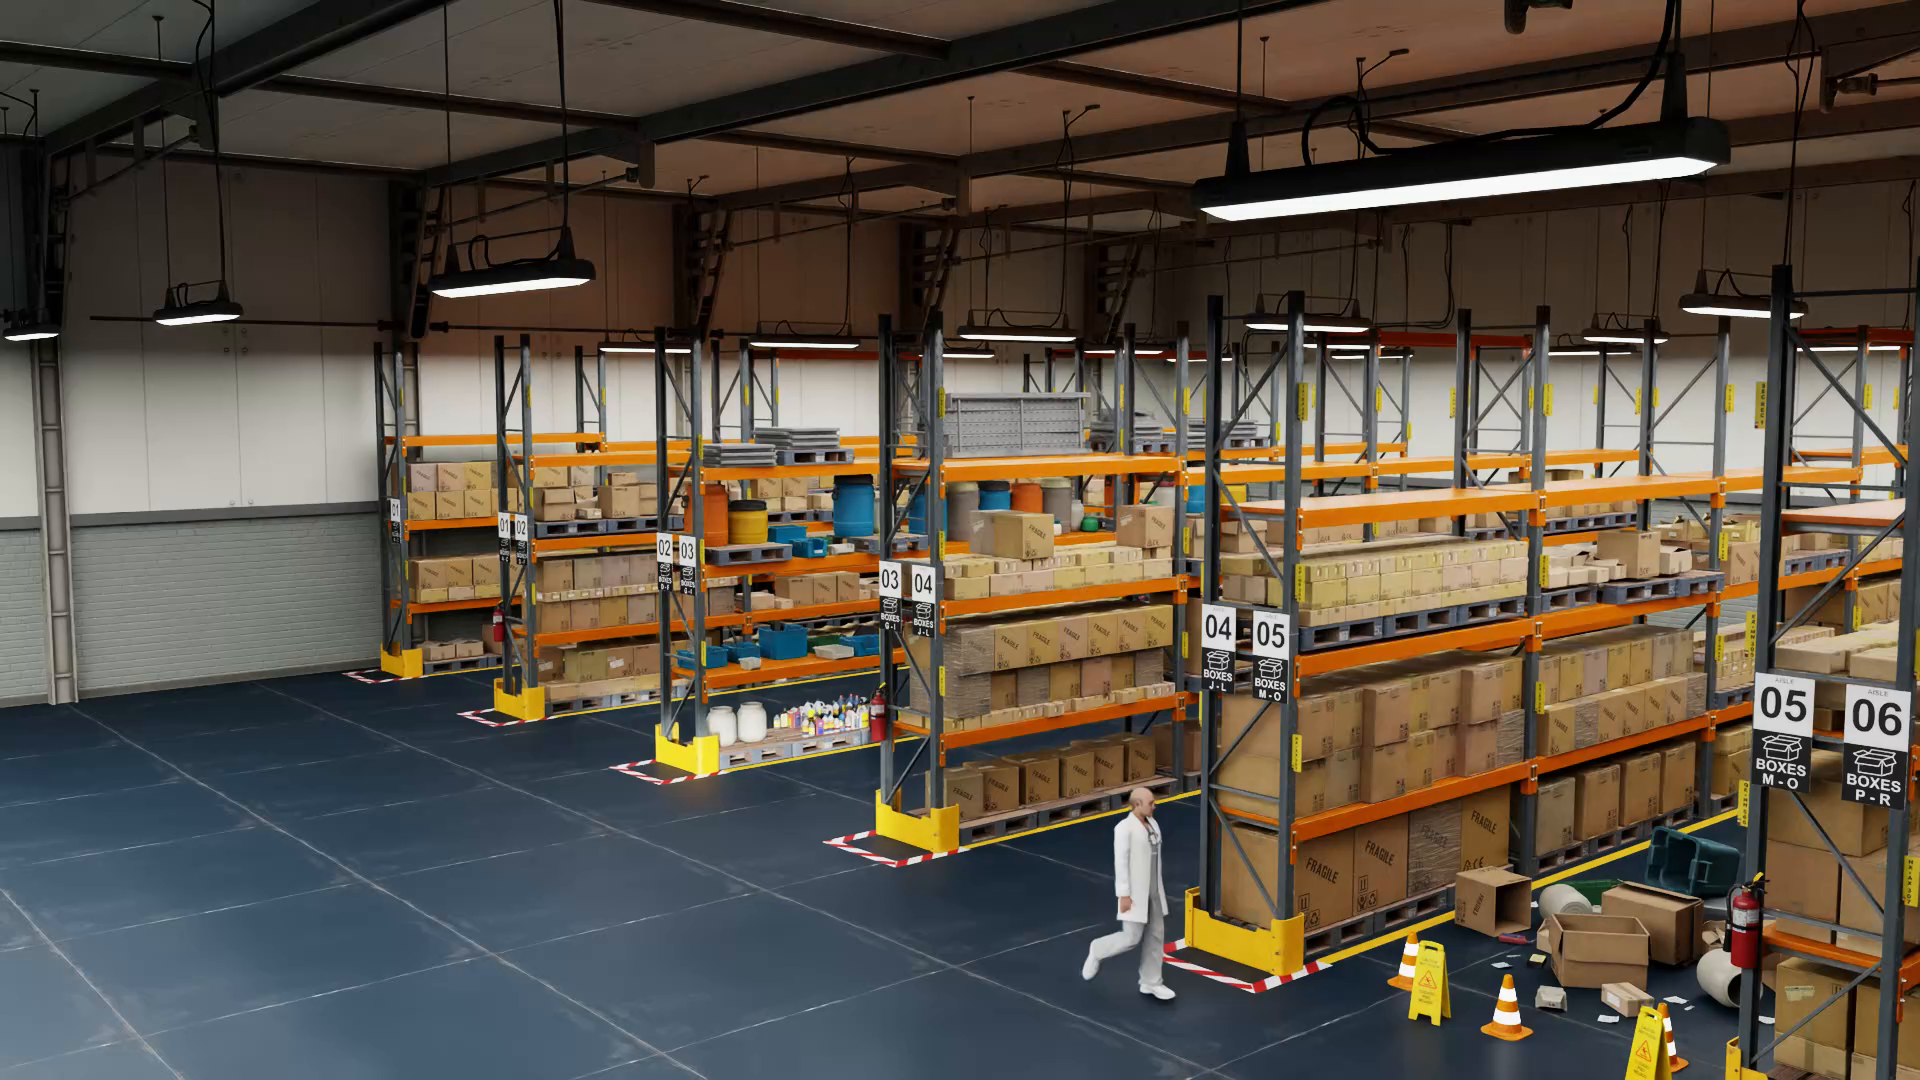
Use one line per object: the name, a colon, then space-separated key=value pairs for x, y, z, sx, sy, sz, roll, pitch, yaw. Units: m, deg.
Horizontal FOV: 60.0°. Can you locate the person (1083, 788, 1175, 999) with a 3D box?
person: x=1.488 y=2.978 z=14.141 sx=0.785 sy=1.767 sz=0.617 roll=5 pitch=7 yaw=43
